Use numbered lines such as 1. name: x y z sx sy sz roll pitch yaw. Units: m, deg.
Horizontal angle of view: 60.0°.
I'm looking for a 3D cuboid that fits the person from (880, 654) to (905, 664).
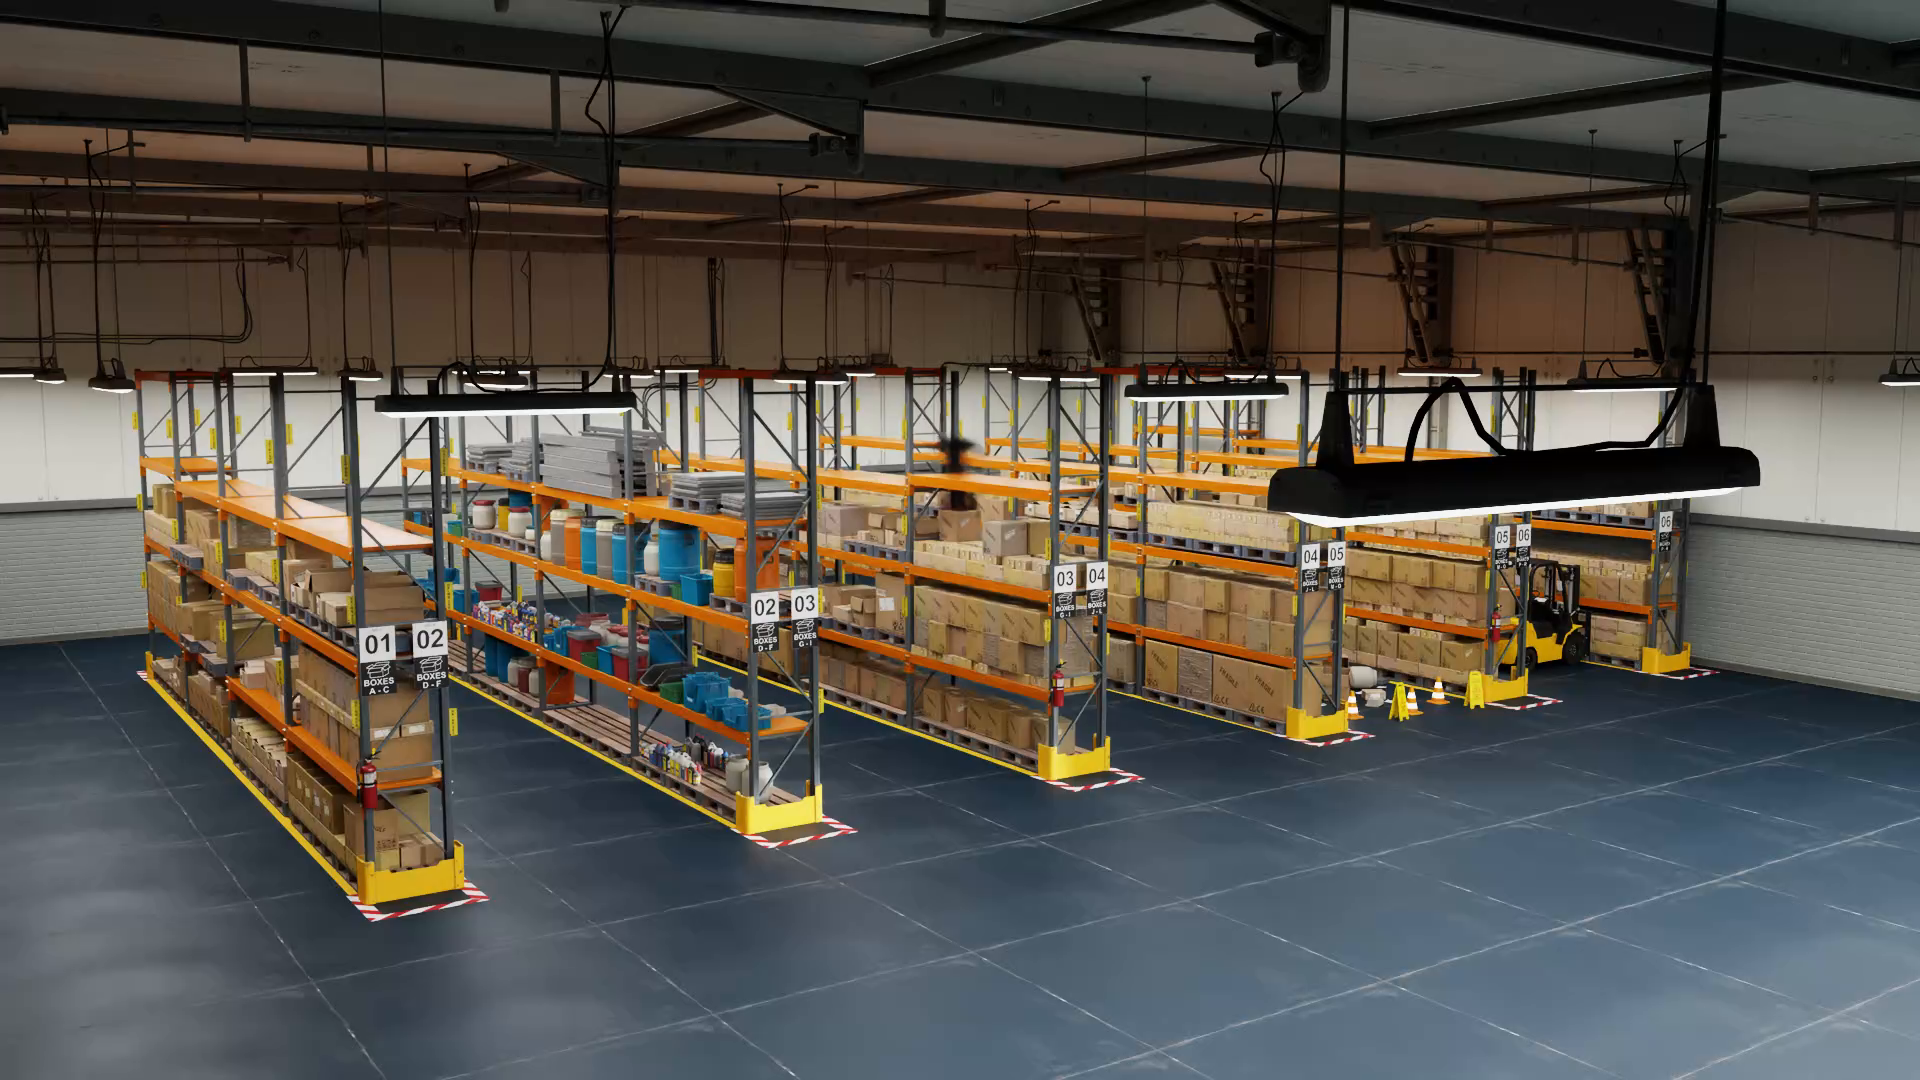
1. person: -1.255 1.750 33.410 0.508 1.633 0.934 -6 9 -45
